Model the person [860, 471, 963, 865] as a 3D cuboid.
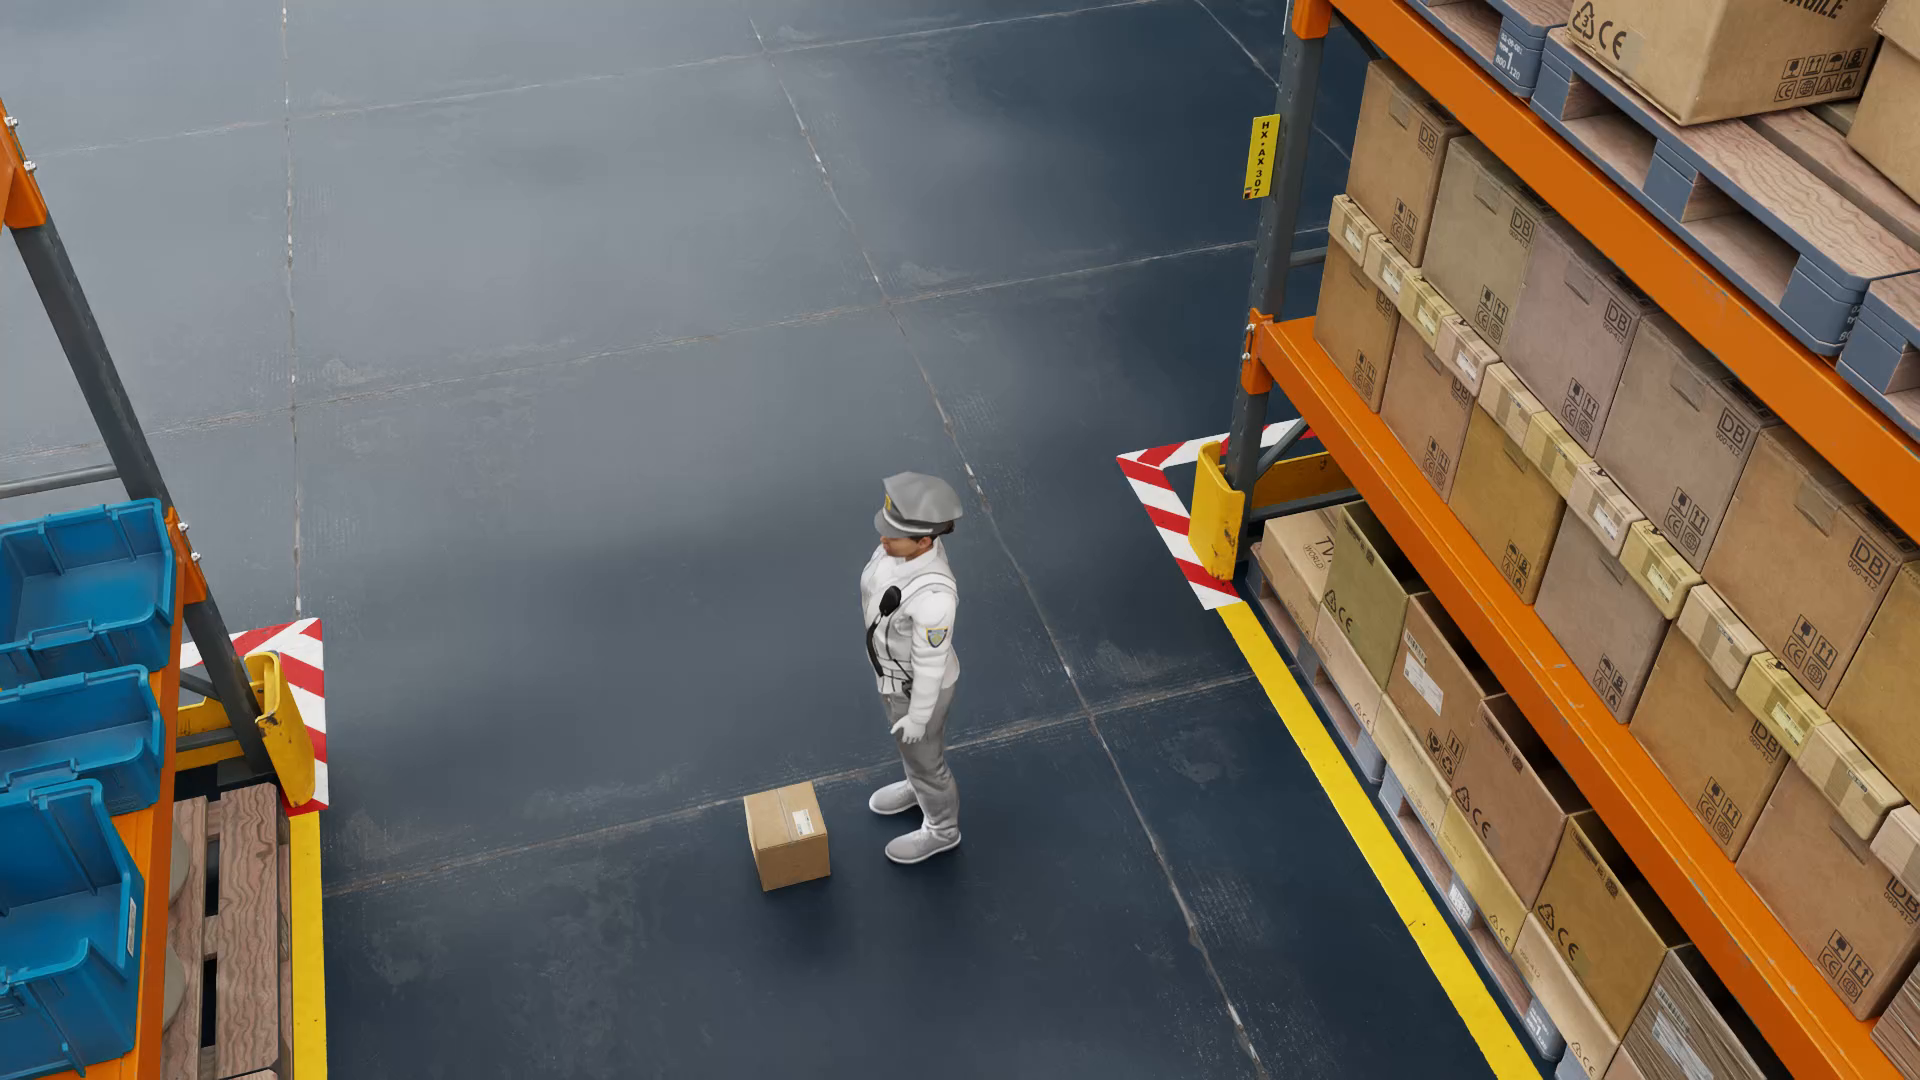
[{"bbox_3d":[-0.166,0.461,5.645,0.345,1.686,0.467,-11,44,-12],"label":"person"}]
